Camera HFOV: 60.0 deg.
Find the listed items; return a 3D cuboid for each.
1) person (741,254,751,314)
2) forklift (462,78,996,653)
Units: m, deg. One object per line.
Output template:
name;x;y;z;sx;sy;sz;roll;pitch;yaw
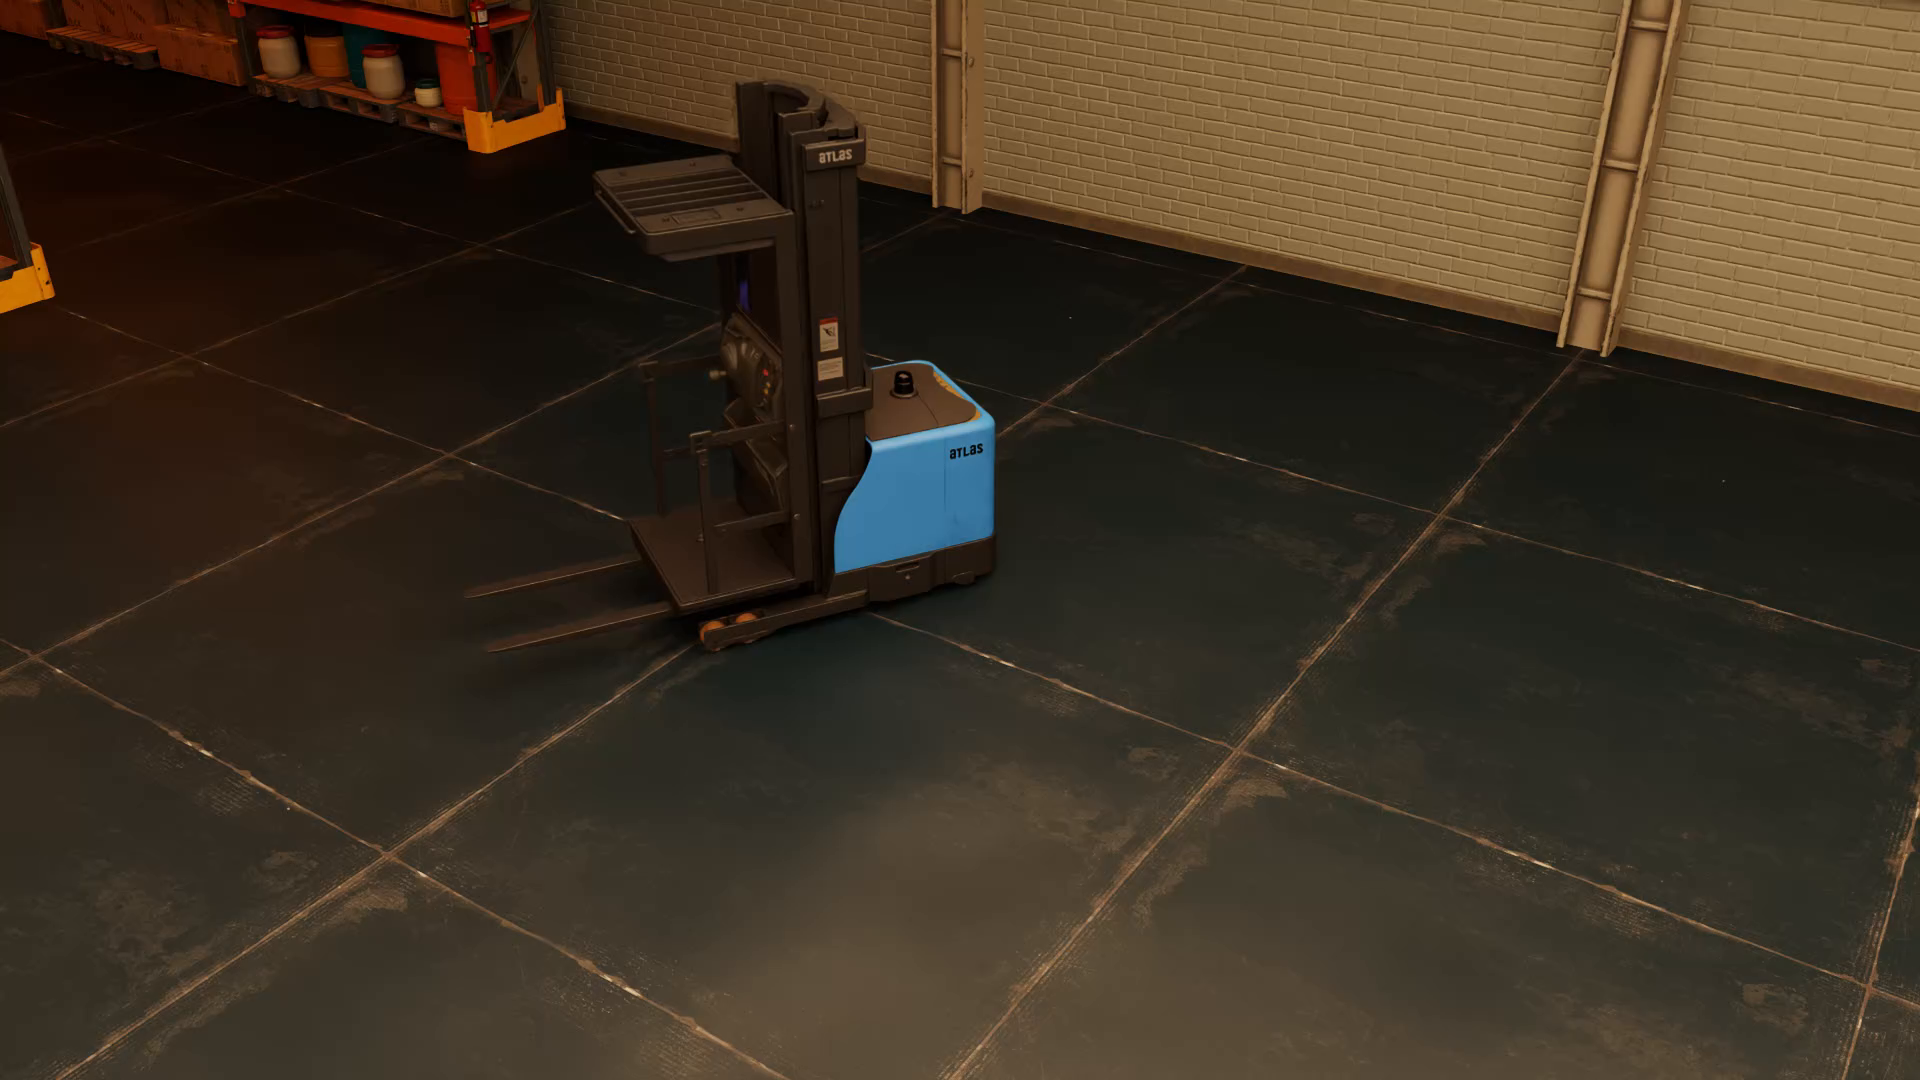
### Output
person;-1.173;-1.318;11.315;0.684;1.490;0.746;10;32;16
forklift;-1.342;-0.941;9.202;3.031;2.935;1.130;-13;33;-22
